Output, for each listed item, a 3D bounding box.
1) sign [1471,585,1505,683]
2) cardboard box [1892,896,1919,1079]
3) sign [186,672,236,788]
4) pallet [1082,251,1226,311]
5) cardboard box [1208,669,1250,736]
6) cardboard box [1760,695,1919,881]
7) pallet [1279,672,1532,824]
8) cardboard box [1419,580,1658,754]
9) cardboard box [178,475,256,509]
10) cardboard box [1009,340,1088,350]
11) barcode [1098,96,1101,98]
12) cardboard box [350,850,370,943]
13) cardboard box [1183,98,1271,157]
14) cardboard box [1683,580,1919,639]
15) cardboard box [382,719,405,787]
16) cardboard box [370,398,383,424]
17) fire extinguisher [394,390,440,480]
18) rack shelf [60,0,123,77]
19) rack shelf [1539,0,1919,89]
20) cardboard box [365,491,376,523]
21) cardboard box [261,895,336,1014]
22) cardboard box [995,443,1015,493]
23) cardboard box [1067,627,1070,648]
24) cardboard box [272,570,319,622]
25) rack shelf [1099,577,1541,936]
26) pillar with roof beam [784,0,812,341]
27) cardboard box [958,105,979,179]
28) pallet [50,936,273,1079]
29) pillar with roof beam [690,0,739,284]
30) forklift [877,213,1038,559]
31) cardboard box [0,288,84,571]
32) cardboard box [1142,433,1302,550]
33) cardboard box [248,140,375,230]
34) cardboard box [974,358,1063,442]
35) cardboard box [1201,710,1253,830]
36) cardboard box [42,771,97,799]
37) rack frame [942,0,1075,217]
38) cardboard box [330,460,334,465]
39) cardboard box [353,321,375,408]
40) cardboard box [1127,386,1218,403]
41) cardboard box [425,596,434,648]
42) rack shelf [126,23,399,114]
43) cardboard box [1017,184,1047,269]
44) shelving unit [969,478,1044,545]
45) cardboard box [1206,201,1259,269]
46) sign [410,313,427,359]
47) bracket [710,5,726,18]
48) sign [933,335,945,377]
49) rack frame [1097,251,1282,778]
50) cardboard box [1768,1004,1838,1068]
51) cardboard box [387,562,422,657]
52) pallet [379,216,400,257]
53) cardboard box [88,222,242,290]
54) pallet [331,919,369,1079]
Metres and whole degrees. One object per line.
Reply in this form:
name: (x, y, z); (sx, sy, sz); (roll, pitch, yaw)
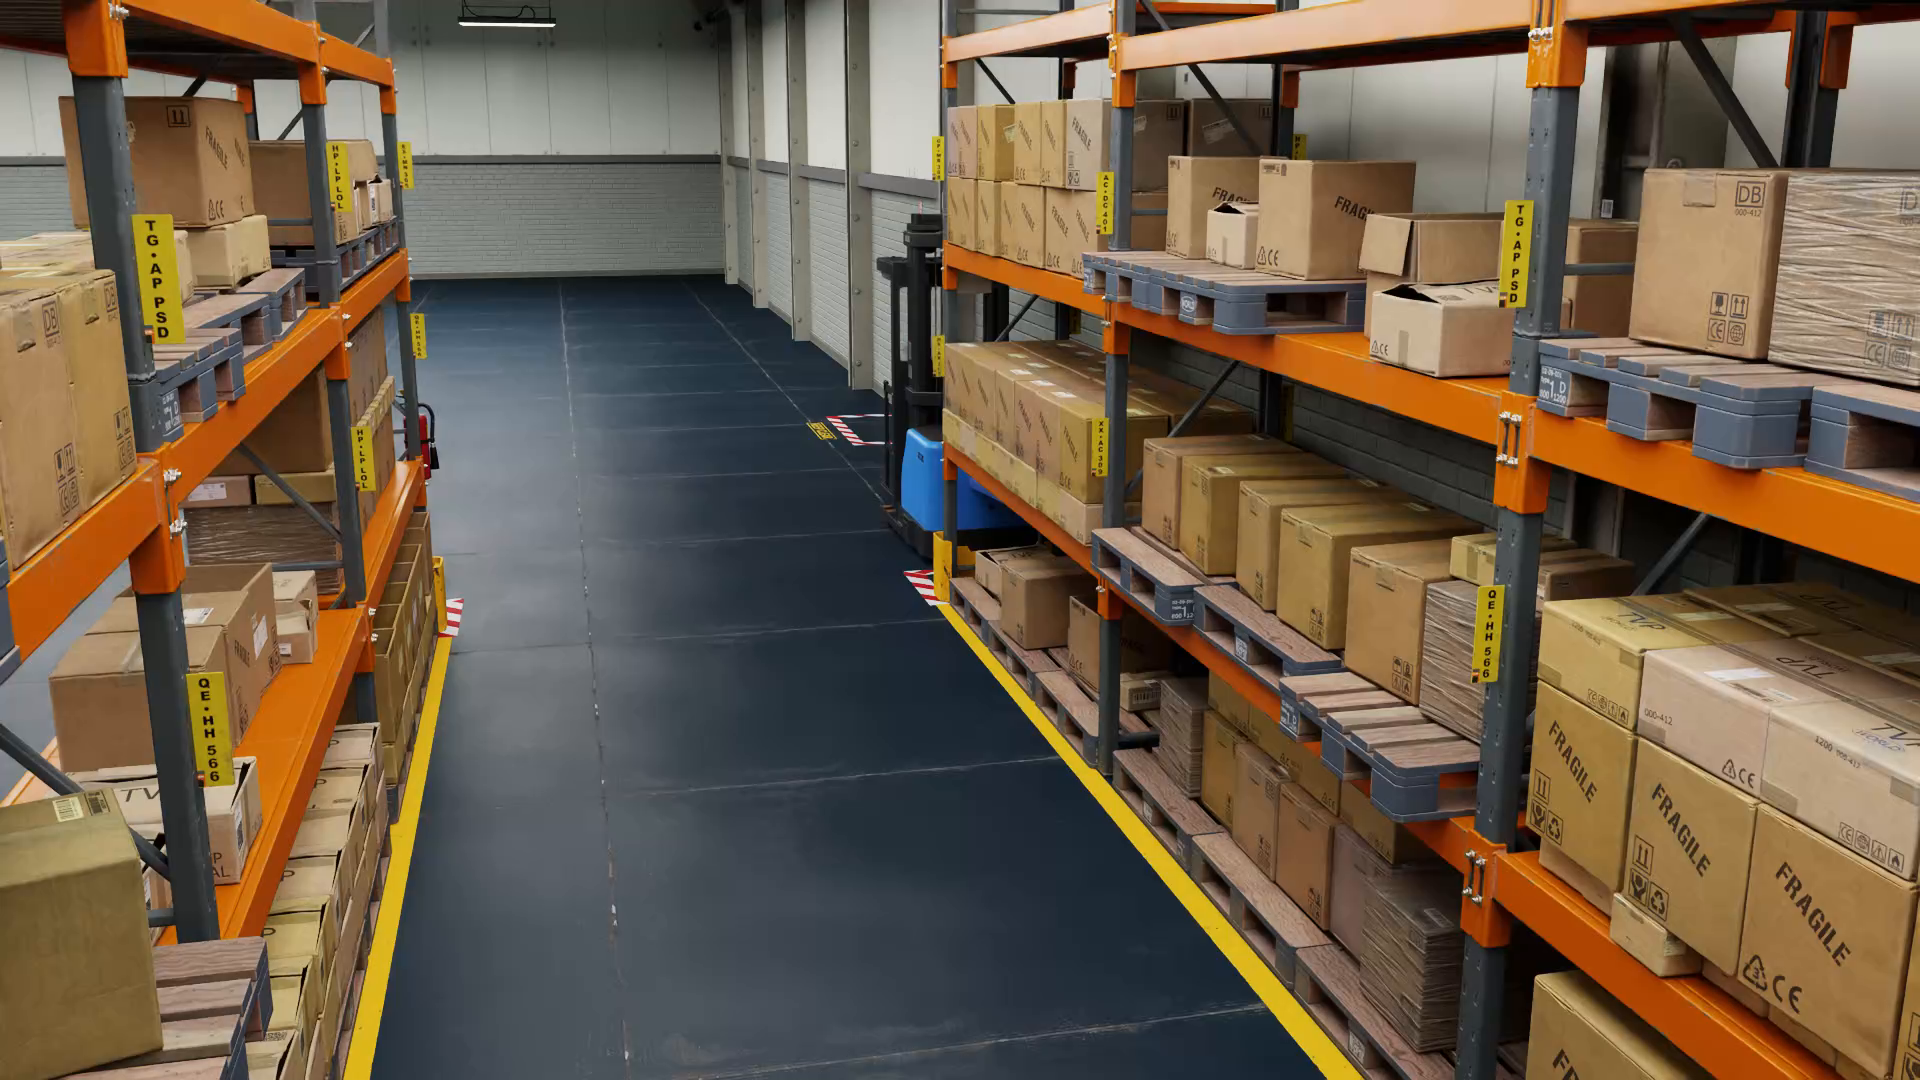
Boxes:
sign: (1.718, 0.307, 5.402); (0.100, 0.325, 0.005); (-3, 14, -13)
cardboard box: (2.468, 1.077, 3.641); (0.500, 0.500, 0.500); (-3, 14, -12)
sign: (-2.046, 0.519, 4.534); (0.100, 0.325, 0.005); (-3, 14, -13)
pallet: (1.345, -1.342, 8.499); (1.213, 0.211, 1.003); (-3, 14, -13)
cardboard box: (1.600, 0.782, 8.489); (0.500, 0.250, 0.500); (-4, 14, -14)
cardboard box: (2.348, 0.589, 4.058); (0.500, 0.250, 0.500); (-3, 14, -13)
pallet: (1.973, 0.733, 6.334); (1.213, 0.211, 1.003); (-3, 14, -13)
cardboard box: (2.123, 0.428, 6.040); (0.700, 0.500, 0.500); (-5, 15, -20)
cardboard box: (-3.782, -0.262, 8.425); (0.380, 0.149, 0.250); (-3, 14, -13)
cardboard box: (0.682, -1.252, 12.746); (0.500, 0.500, 0.500); (-3, 14, -14)
barcode: (1.017, -3.194, 12.103); (0.001, 0.075, 0.075); (-3, 14, -13)
cardboard box: (-2.893, 1.598, 7.296); (0.500, 0.250, 0.500); (-3, 14, -12)
cardboard box: (1.467, -2.255, 9.479); (0.500, 0.500, 0.500); (-3, 14, -12)
cardboard box: (2.602, 0.321, 5.155); (0.500, 0.250, 0.500); (-3, 14, -12)
cardboard box: (-3.324, 1.160, 9.089); (0.500, 0.250, 0.500); (-3, 14, -13)
cardboard box: (-3.933, -0.819, 10.703); (0.380, 0.149, 0.250); (-3, 14, -11)
fire extinguisher: (-4.026, -0.786, 12.310); (0.296, 0.674, 0.183); (-3, 14, -13)
rack shelf: (-2.101, -0.834, 2.061); (1.077, 0.370, 4.000); (-3, 14, -13)
rack shelf: (2.713, -1.111, 3.195); (1.077, 0.370, 4.000); (-3, 14, -13)
cardboard box: (-3.986, -0.354, 10.166); (0.700, 0.500, 0.500); (-3, 14, -11)
cardboard box: (-2.657, 1.559, 6.277); (0.500, 0.311, 0.500); (-4, 14, -15)
cardboard box: (0.537, -0.500, 11.252); (0.500, 0.250, 0.500); (-3, 14, -13)
cardboard box: (0.948, 0.677, 11.241); (0.380, 0.149, 0.250); (-4, 14, -18)
cardboard box: (-3.352, 0.336, 7.869); (0.500, 0.250, 0.500); (-2, 14, -10)
rack shelf: (1.774, 0.686, 7.636); (1.077, 0.370, 4.000); (-3, 14, -13)
pillar with roof beam: (-7.042, -7.761, 28.056); (9.100, 9.000, 0.400); (-3, 14, -13)
cardboard box: (0.288, -2.828, 11.823); (0.500, 0.500, 0.500); (-3, 14, -14)
pallet: (-2.343, 1.321, 3.928); (1.213, 0.211, 1.003); (-3, 14, -13)
pillar with roof beam: (-9.860, -10.529, 39.387); (9.100, 9.000, 0.548); (-3, 14, -13)
forklift: (-0.151, -1.567, 15.489); (1.130, 2.935, 3.031); (-3, 14, -14)
cardboard box: (-2.316, -0.214, 3.275); (0.910, 0.500, 0.500); (-3, 14, -13)
cardboard box: (1.390, -0.268, 8.887); (0.700, 0.500, 0.500); (-3, 14, -13)
cardboard box: (-3.774, -2.014, 9.455); (0.797, 0.503, 0.637); (-2, 14, -7)
cardboard box: (0.406, -0.987, 11.665); (0.500, 0.500, 0.500); (-4, 14, -15)
cardboard box: (1.663, 1.161, 8.516); (0.700, 0.500, 0.500); (-4, 14, -14)
cardboard box: (-2.925, 0.906, 5.750); (0.380, 0.149, 0.250); (-2, 14, -9)
rack frame: (0.365, -3.962, 12.505); (1.000, 3.000, 0.127); (-3, 14, -13)
cardboard box: (-3.444, -0.342, 8.752); (0.380, 0.149, 0.250); (-3, 14, -12)
cardboard box: (-4.092, -1.091, 10.452); (0.700, 0.500, 0.500); (-3, 14, -13)
cardboard box: (1.279, -0.665, 10.347); (0.500, 0.500, 0.500); (-3, 14, -13)
cardboard box: (-3.907, 0.583, 11.451); (0.500, 0.250, 0.500); (-3, 14, -13)
rack shelf: (-3.980, -2.680, 9.615); (1.077, 0.370, 4.000); (-3, 14, -13)
cardboard box: (0.672, -1.986, 10.485); (0.500, 0.500, 0.500); (-4, 14, -15)
shelving unit: (0.547, -0.536, 13.989); (0.538, 1.500, 1.048); (-14, 27, -35)
cardboard box: (1.499, -1.470, 7.928); (0.500, 0.311, 0.500); (-3, 14, -11)
sign: (-3.919, -1.475, 12.028); (0.100, 0.325, 0.005); (-3, 14, -13)
bracket: (-5.318, -11.808, 37.036); (0.076, 0.066, 4.783); (-3, 14, -13)
sign: (-0.163, -1.438, 12.990); (0.100, 0.325, 0.005); (-3, 14, -13)
rack frame: (1.304, -0.125, 9.440); (1.000, 3.000, 0.127); (-3, 14, -13)
cardboard box: (2.375, 1.235, 4.364); (0.380, 0.149, 0.250); (-3, 14, -12)
cardboard box: (-3.669, 0.449, 10.419); (0.500, 0.500, 0.500); (-3, 14, -13)
pallet: (-4.309, -2.020, 11.064); (1.003, 0.211, 1.213); (-3, 14, -13)
cardboard box: (-3.243, -1.167, 6.816); (0.500, 0.250, 0.500); (-5, 15, -19)
pallet: (-3.009, 1.957, 6.796); (1.003, 0.211, 1.213); (-3, 14, -13)
